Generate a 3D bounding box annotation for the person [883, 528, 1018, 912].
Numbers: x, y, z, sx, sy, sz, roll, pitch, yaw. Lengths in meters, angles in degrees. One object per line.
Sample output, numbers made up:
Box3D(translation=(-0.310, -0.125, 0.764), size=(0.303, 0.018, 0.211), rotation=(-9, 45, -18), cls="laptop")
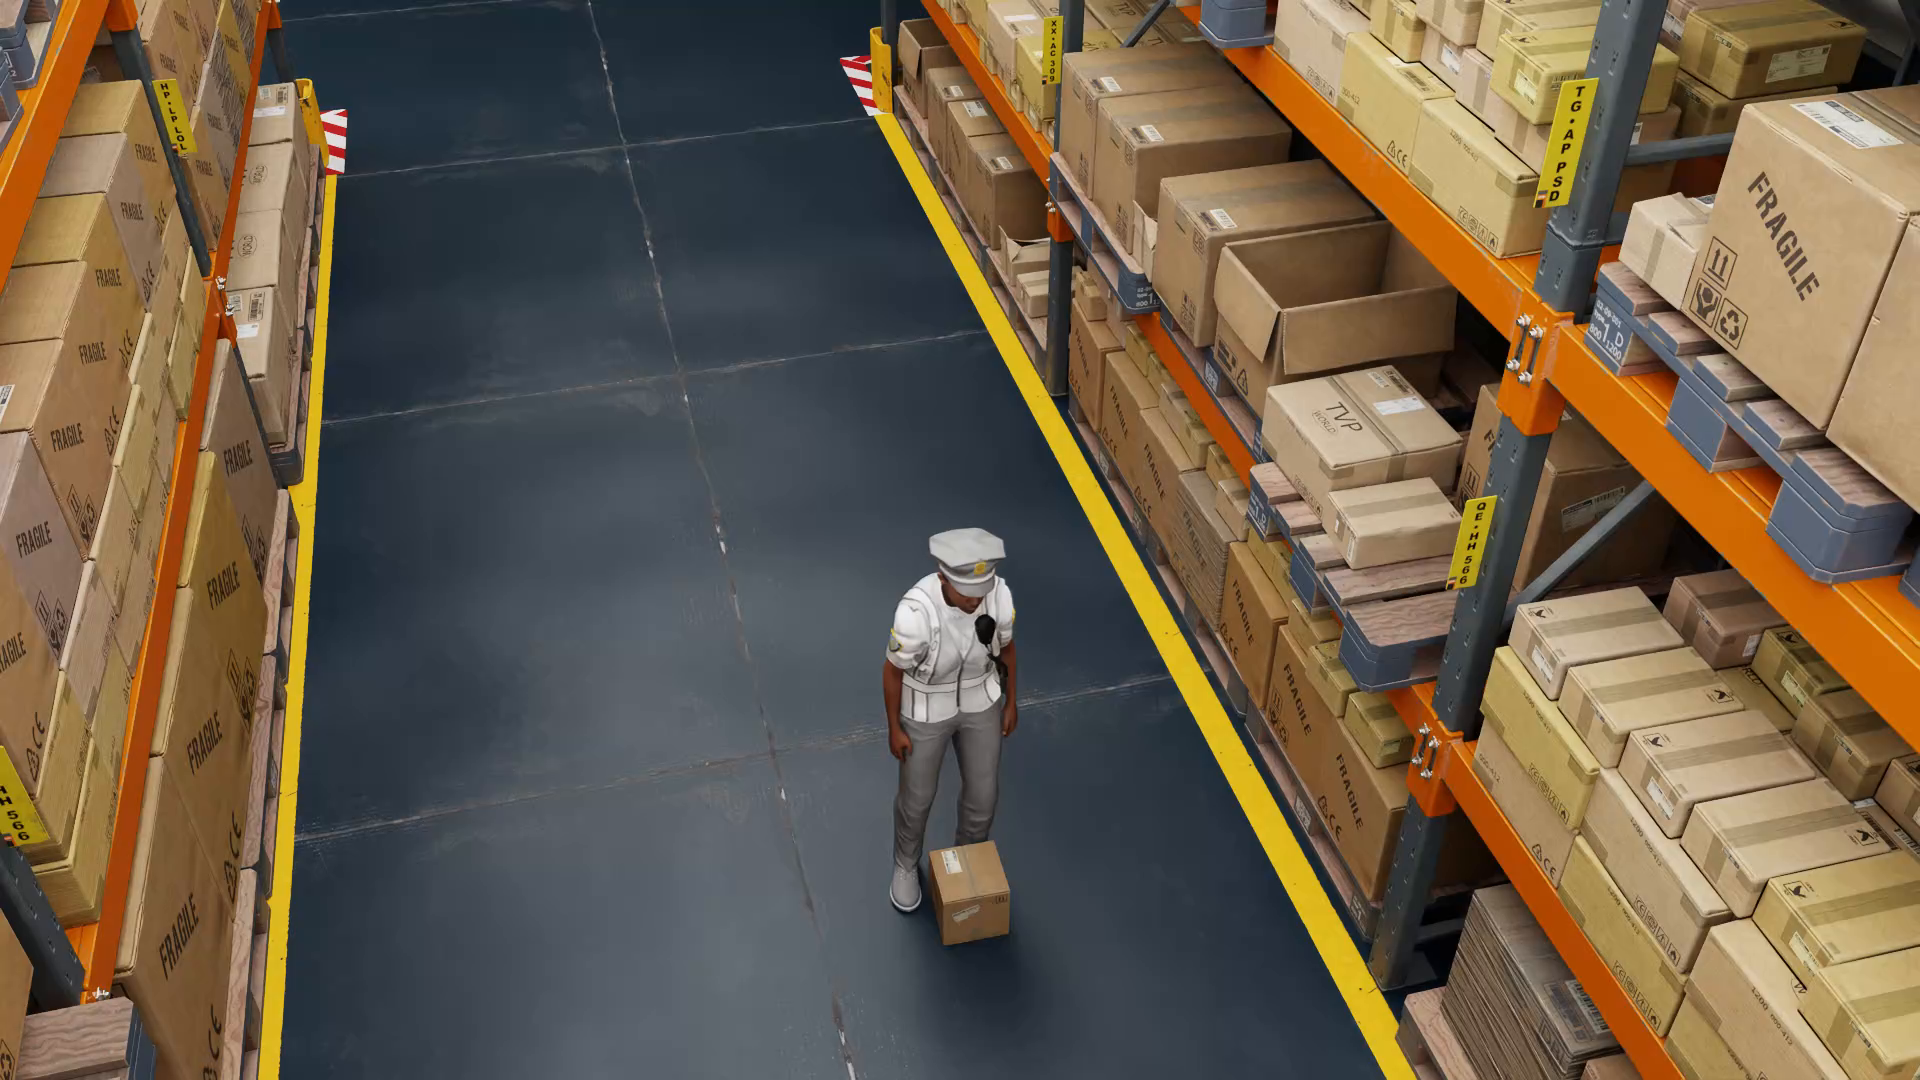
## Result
Box3D(translation=(-0.033, 0.632, 5.919), size=(0.527, 1.656, 0.427), rotation=(-12, 40, -14), cls="person")
